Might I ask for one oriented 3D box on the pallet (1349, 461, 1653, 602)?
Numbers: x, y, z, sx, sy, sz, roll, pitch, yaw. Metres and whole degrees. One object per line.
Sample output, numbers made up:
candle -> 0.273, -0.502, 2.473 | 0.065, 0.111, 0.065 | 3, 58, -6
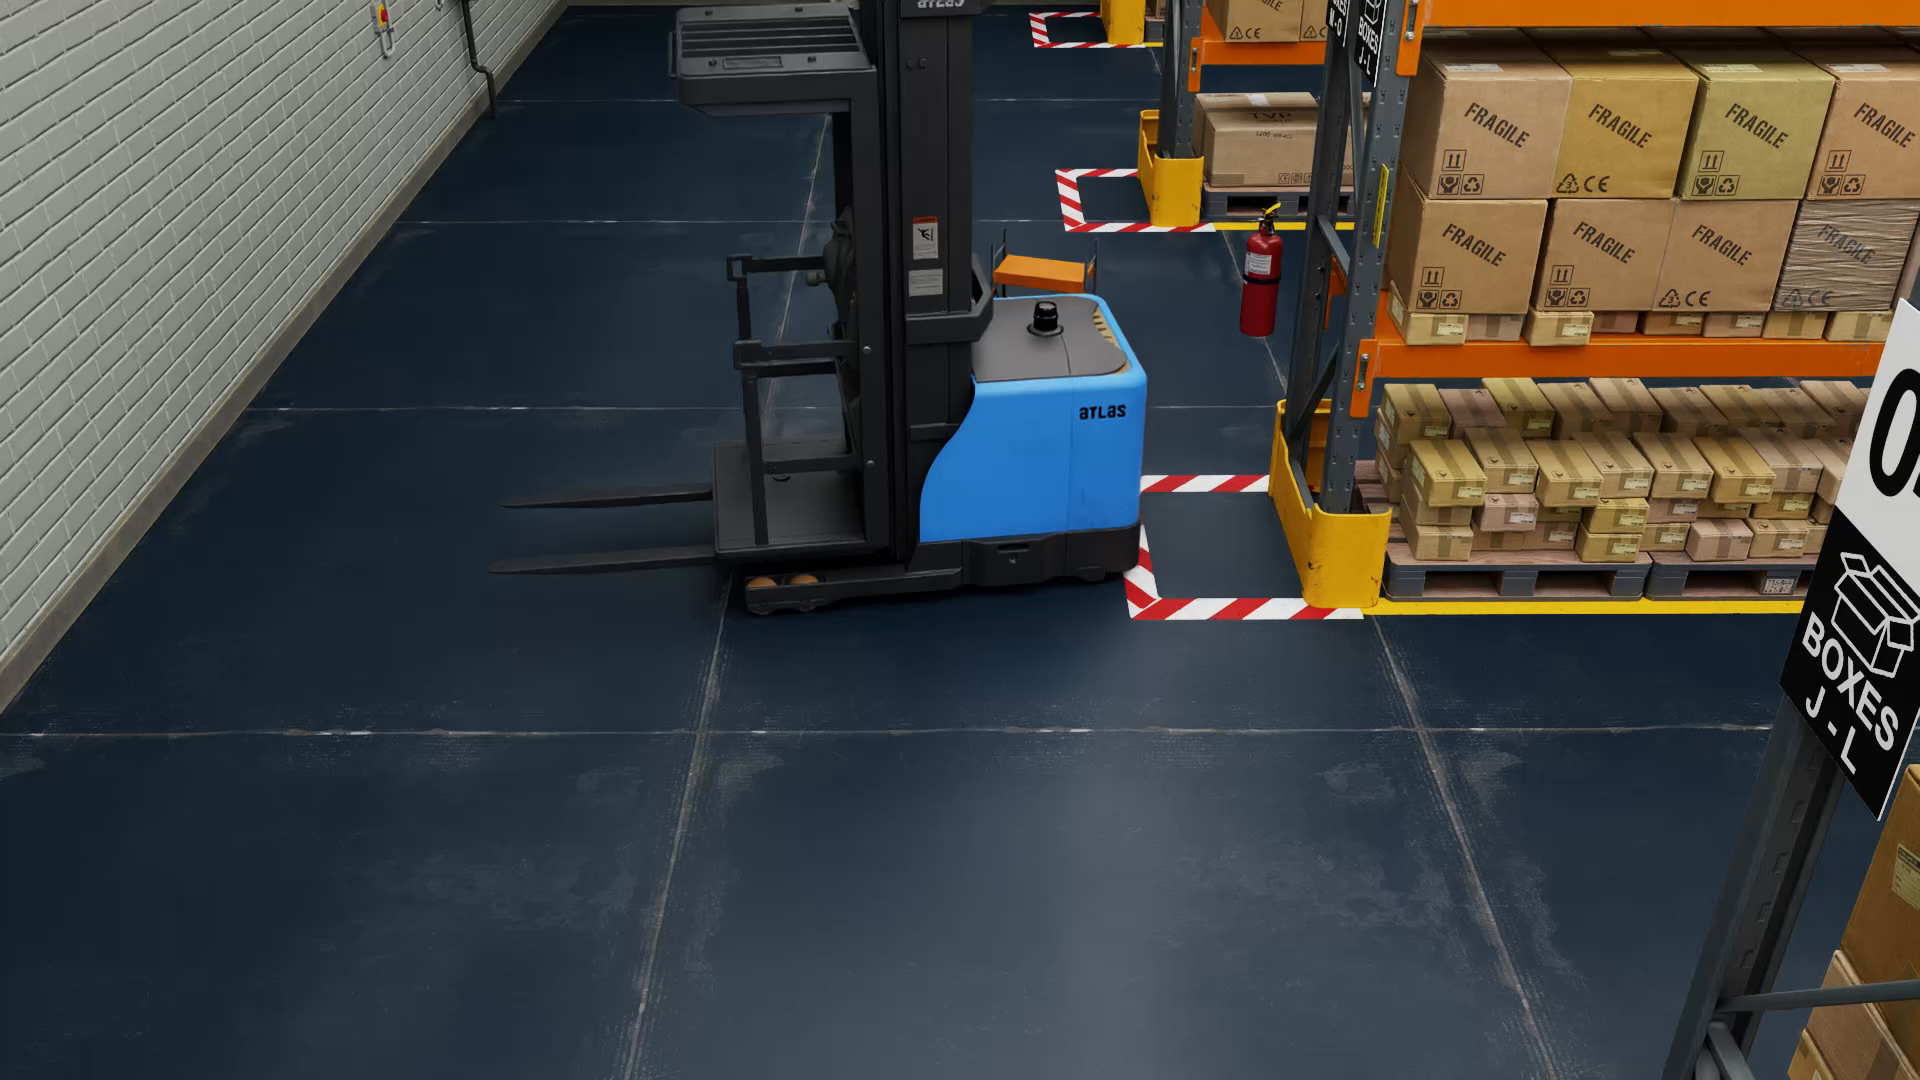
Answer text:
pallet -> 2.593, -0.060, 8.146 | 1.213, 0.211, 1.003 | 0, 31, 0

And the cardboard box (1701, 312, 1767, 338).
cardboard box -> 3.331, -1.033, 7.303 | 0.250, 0.149, 0.380 | -1, 31, -1

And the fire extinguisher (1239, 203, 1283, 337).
fire extinguisher -> 1.450, -1.314, 7.958 | 0.183, 0.674, 0.296 | 0, 31, 0

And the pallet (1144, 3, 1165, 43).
pallet -> 2.413, -5.221, 16.652 | 1.213, 0.211, 1.003 | 0, 31, 0

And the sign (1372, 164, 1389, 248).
sign -> 1.708, -1.357, 6.760 | 0.005, 0.325, 0.100 | 0, 31, 0

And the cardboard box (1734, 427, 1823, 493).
cardboard box -> 3.797, -0.373, 7.744 | 0.250, 0.149, 0.380 | 0, 31, 0

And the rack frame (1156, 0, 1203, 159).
rack frame -> 1.574, -3.835, 11.680 | 0.127, 3.000, 1.000 | 0, 31, 0

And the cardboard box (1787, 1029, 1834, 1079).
cardboard box -> 1.987, 1.240, 3.556 | 0.250, 0.149, 0.380 | 0, 31, 1

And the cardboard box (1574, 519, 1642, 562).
cardboard box -> 2.996, -0.056, 7.794 | 0.250, 0.149, 0.380 | 0, 31, 0

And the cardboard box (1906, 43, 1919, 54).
cardboard box -> 4.207, -1.738, 6.875 | 0.500, 0.500, 0.500 | 1, 31, 1

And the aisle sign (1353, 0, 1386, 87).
aisle sign -> 1.633, -2.224, 6.517 | 0.004, 0.787, 0.394 | 0, 31, 0

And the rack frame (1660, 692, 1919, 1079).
rack frame -> 1.633, 1.305, 3.207 | 0.127, 3.000, 1.000 | 0, 31, 0

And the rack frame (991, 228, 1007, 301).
rack frame -> 0.202, -1.042, 8.810 | 0.015, 1.200, 0.240 | 9, 32, 15

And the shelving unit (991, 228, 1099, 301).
shelving unit -> 0.434, -1.003, 8.747 | 0.503, 1.200, 0.258 | 9, 32, 15

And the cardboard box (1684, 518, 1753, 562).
cardboard box -> 3.500, -0.062, 7.804 | 0.250, 0.149, 0.380 | -2, 31, -3

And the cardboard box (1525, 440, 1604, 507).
cardboard box -> 2.758, -0.306, 7.633 | 0.250, 0.149, 0.380 | 0, 31, 0

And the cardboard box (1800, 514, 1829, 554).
cardboard box -> 4.018, -0.094, 7.857 | 0.250, 0.149, 0.380 | 0, 31, 1

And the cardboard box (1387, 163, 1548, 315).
cardboard box -> 2.155, -1.296, 7.111 | 0.500, 0.500, 0.500 | 1, 31, 2

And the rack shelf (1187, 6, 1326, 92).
rack shelf -> 3.574, -3.534, 11.877 | 4.000, 0.370, 1.077 | 0, 31, 0

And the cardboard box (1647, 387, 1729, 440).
cardboard box -> 3.534, -0.595, 8.109 | 0.250, 0.149, 0.380 | -1, 31, -2

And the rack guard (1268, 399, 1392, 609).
rack guard -> 1.780, -0.200, 8.097 | 0.348, 0.500, 1.175 | 0, 31, 0

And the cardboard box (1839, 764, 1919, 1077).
cardboard box -> 2.119, 0.783, 3.202 | 0.500, 0.500, 0.500 | 0, 31, 0

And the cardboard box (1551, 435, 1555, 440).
cardboard box -> 3.020, -0.456, 8.166 | 0.250, 0.149, 0.380 | -1, 31, -1

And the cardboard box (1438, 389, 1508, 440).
cardboard box -> 2.484, -0.587, 8.096 | 0.250, 0.149, 0.380 | 0, 31, 1

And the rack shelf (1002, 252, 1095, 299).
rack shelf -> 0.434, -1.339, 8.543 | 0.480, 0.148, 0.258 | 9, 32, 15

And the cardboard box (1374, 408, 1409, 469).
cardboard box -> 2.231, -0.506, 8.249 | 0.250, 0.149, 0.380 | -1, 31, -2

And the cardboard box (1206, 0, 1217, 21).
cardboard box -> 2.054, -4.017, 11.883 | 0.500, 0.500, 0.500 | 0, 31, 0

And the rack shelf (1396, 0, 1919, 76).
rack shelf -> 3.704, -2.249, 6.867 | 4.000, 0.370, 1.077 | 0, 31, 0

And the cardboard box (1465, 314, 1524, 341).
cardboard box -> 2.285, -1.014, 7.272 | 0.250, 0.149, 0.380 | 1, 31, 1

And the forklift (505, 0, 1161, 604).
forklift -> -0.629, -1.237, 7.463 | 3.031, 2.935, 1.130 | -1, 31, -2

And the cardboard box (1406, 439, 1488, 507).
cardboard box -> 2.230, -0.309, 7.637 | 0.250, 0.149, 0.380 | -2, 31, -3

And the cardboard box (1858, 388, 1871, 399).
cardboard box -> 4.570, -0.593, 8.106 | 0.250, 0.149, 0.380 | -1, 31, -2

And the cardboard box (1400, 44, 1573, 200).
cardboard box -> 2.155, -1.729, 6.861 | 0.500, 0.500, 0.500 | 0, 31, -1

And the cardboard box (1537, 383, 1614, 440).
cardboard box -> 3.001, -0.622, 8.153 | 0.250, 0.149, 0.380 | -1, 31, -2

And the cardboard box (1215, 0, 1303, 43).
cardboard box -> 2.055, -3.731, 11.411 | 0.500, 0.500, 0.500 | 0, 31, -1

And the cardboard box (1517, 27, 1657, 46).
cardboard box -> 2.667, -1.998, 7.304 | 0.500, 0.500, 0.500 | -1, 31, -2

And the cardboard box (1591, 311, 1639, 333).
cardboard box -> 2.812, -1.059, 7.346 | 0.250, 0.149, 0.380 | 1, 31, 2

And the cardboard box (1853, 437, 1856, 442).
cardboard box -> 4.316, -0.325, 7.663 | 0.250, 0.149, 0.380 | -2, 31, -3

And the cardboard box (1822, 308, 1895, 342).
cardboard box -> 3.857, -1.009, 7.263 | 0.250, 0.149, 0.380 | 0, 31, 1

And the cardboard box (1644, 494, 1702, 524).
cardboard box -> 3.270, -0.237, 7.806 | 0.250, 0.149, 0.380 | -2, 31, -3

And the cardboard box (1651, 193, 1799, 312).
cardboard box -> 3.180, -1.306, 7.128 | 0.500, 0.500, 0.500 | 0, 31, 0

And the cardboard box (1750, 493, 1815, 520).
cardboard box -> 3.812, -0.255, 7.836 | 0.250, 0.149, 0.380 | 1, 31, 2

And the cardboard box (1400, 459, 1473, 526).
cardboard box -> 2.230, -0.225, 7.785 | 0.250, 0.149, 0.380 | 1, 31, 2

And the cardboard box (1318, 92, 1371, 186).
cardboard box -> 3.148, -2.981, 12.336 | 0.875, 0.438, 0.875 | 1, 31, 1

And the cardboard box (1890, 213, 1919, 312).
cardboard box -> 4.206, -1.301, 7.119 | 0.500, 0.500, 0.500 | 0, 31, -1

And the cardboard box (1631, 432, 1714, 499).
cardboard box -> 3.283, -0.346, 7.698 | 0.250, 0.149, 0.380 | 1, 31, 2

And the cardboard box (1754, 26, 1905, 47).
cardboard box -> 3.716, -2.007, 7.319 | 0.500, 0.500, 0.500 | -1, 31, -2

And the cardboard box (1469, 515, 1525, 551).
cardboard box -> 2.492, -0.108, 7.879 | 0.250, 0.149, 0.380 | 0, 31, 0

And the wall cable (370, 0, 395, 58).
wall cable -> -4.065, -4.253, 11.359 | 0.123, 1.953, 0.585 | 0, 31, 0

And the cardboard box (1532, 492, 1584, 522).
cardboard box -> 2.748, -0.243, 7.815 | 0.250, 0.149, 0.380 | 0, 31, 0

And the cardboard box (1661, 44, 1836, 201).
cardboard box -> 3.180, -1.724, 6.853 | 0.500, 0.500, 0.500 | -1, 31, -1

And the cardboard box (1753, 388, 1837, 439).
cardboard box -> 4.043, -0.591, 8.102 | 0.250, 0.149, 0.380 | -1, 31, -2
